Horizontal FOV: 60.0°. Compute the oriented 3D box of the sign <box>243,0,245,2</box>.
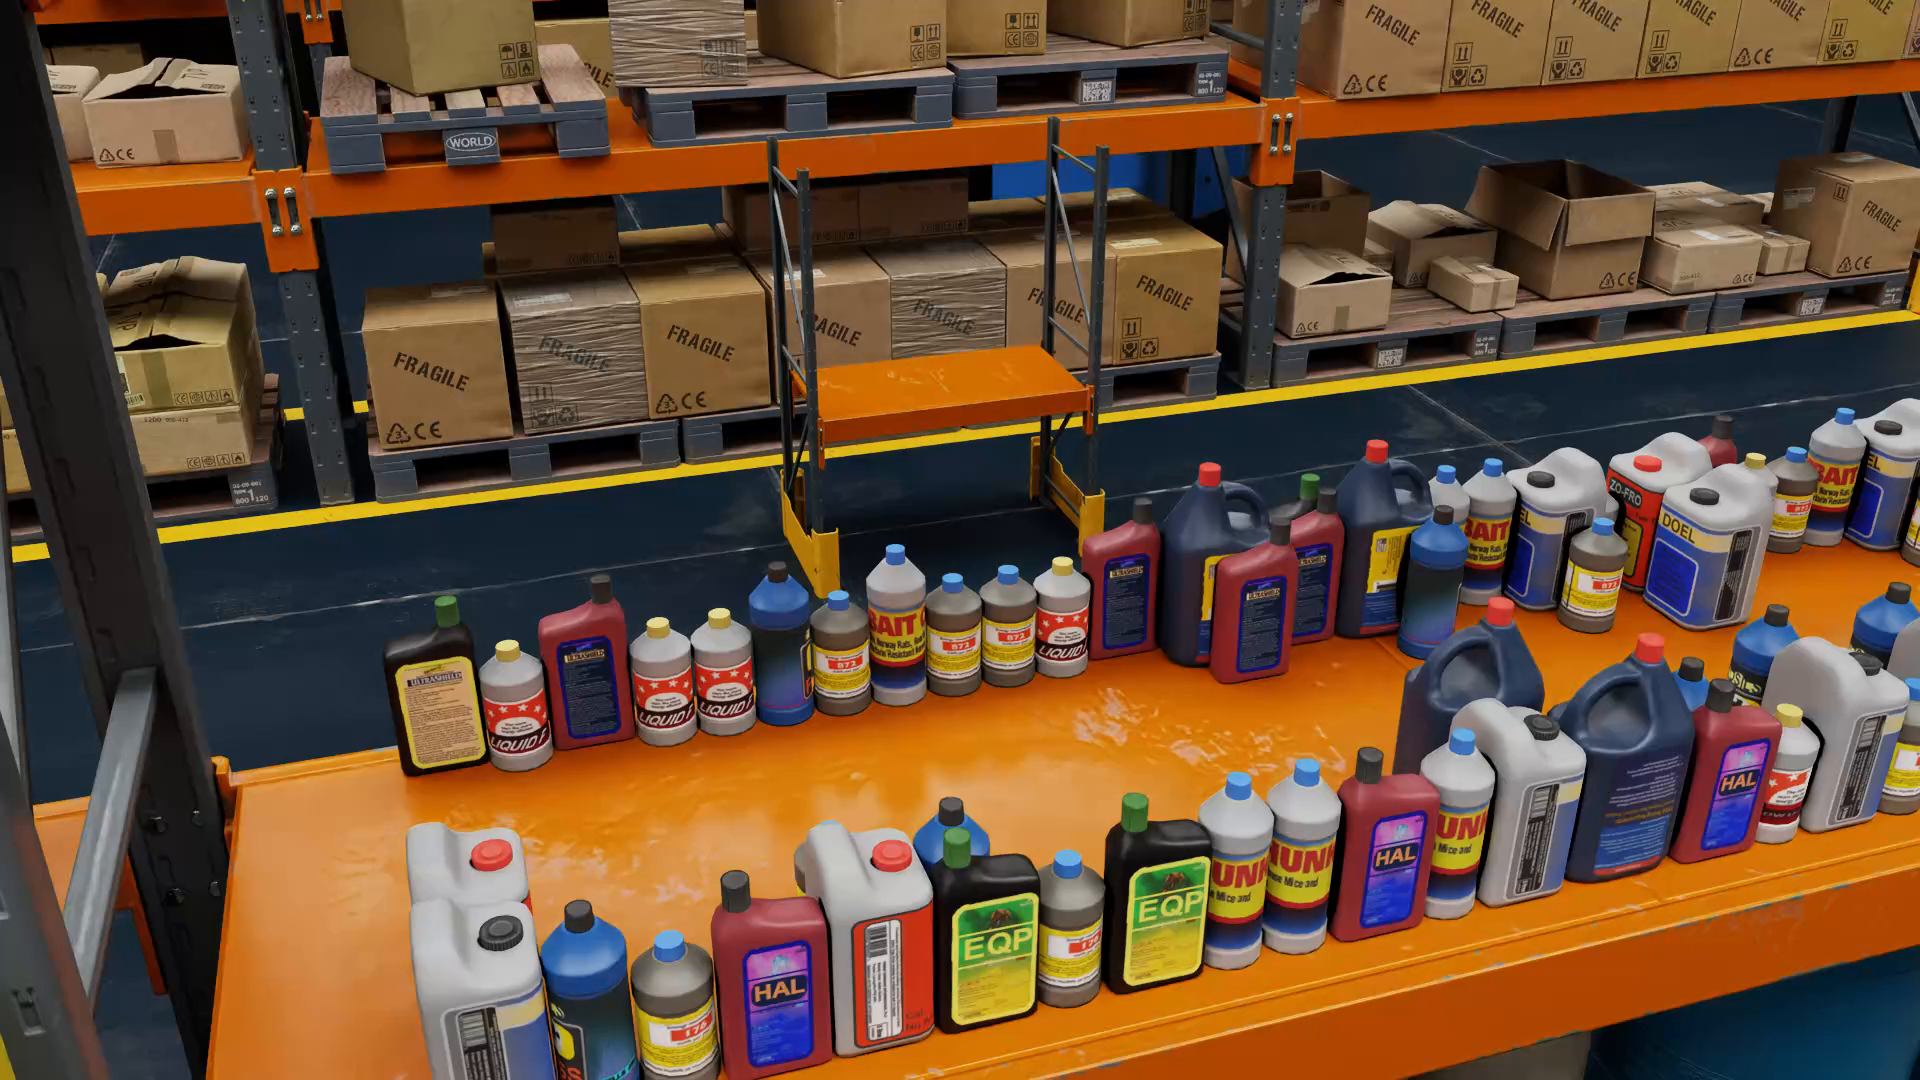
[{"bbox_3d":[-2.417,-1.972,5.547,0.005,0.325,0.100,-8,28,-16],"label":"sign"}]

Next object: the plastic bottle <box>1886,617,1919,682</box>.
[{"bbox_3d":[1.512,0.241,2.531,0.135,0.276,0.152,-8,28,-16],"label":"plastic bottle"}]

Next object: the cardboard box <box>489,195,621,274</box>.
[{"bbox_3d":[-1.724,-1.339,7.046,0.500,0.250,0.500,-7,27,-14],"label":"cardboard box"}]

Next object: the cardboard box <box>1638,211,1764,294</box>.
[{"bbox_3d":[3.661,-1.458,8.411,0.500,0.250,0.500,-8,28,-16],"label":"cardboard box"}]

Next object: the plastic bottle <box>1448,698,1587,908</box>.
[{"bbox_3d":[0.768,0.349,2.314,0.135,0.276,0.152,-8,28,-16],"label":"plastic bottle"}]

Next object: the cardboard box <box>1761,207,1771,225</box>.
[{"bbox_3d":[4.272,-1.771,9.135,0.250,0.166,0.380,-8,28,-16],"label":"cardboard box"}]

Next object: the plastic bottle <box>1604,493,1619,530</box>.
[{"bbox_3d":[1.184,-0.020,3.141,0.097,0.201,0.097,0,26,0],"label":"plastic bottle"}]

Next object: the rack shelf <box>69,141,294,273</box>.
[{"bbox_3d":[-4.494,-1.090,5.882,4.000,0.370,1.077,-8,28,-16],"label":"rack shelf"}]

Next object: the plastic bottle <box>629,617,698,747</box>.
[{"bbox_3d":[-0.475,0.220,2.657,0.097,0.201,0.097,0,26,0],"label":"plastic bottle"}]

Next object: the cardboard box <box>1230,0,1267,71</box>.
[{"bbox_3d":[1.607,-2.461,7.721,0.500,0.500,0.500,-8,27,-15],"label":"cardboard box"}]

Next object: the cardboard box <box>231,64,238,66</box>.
[{"bbox_3d":[-4.799,-2.738,10.708,0.500,0.500,0.700,-8,27,-15],"label":"cardboard box"}]

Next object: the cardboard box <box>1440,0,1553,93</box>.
[{"bbox_3d":[2.266,-2.310,7.418,0.500,0.500,0.500,-8,27,-15],"label":"cardboard box"}]

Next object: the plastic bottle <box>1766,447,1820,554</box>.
[{"bbox_3d":[1.624,-0.084,3.269,0.097,0.201,0.097,0,26,0],"label":"plastic bottle"}]

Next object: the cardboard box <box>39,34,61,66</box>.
[{"bbox_3d":[-5.847,-2.949,10.290,0.500,0.250,0.500,-8,28,-16],"label":"cardboard box"}]

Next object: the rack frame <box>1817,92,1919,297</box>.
[{"bbox_3d":[5.014,-2.790,8.496,0.127,3.000,1.000,-8,28,-16],"label":"rack frame"}]

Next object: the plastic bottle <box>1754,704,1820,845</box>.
[{"bbox_3d":[1.189,0.334,2.428,0.097,0.201,0.097,0,26,0],"label":"plastic bottle"}]

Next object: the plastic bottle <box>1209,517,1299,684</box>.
[{"bbox_3d":[0.498,0.101,2.804,0.133,0.283,0.061,-8,28,-16],"label":"plastic bottle"}]

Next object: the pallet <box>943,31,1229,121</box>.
[{"bbox_3d":[0.417,-2.089,7.300,1.213,0.211,1.003,-8,28,-16],"label":"pallet"}]

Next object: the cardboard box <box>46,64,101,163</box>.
[{"bbox_3d":[-3.503,-1.607,6.213,0.500,0.311,0.500,-9,28,-17],"label":"cardboard box"}]

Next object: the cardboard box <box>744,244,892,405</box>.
[{"bbox_3d":[-0.602,-0.923,7.052,0.500,0.500,0.500,-9,28,-18],"label":"cardboard box"}]

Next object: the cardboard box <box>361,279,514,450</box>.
[{"bbox_3d":[-2.071,-0.707,6.618,0.500,0.500,0.500,-7,27,-14],"label":"cardboard box"}]

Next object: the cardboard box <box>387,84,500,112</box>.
[{"bbox_3d":[-3.390,-3.053,10.971,0.750,0.750,0.750,-9,28,-17],"label":"cardboard box"}]

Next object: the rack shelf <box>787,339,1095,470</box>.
[{"bbox_3d":[-0.081,-0.499,5.973,1.000,0.185,0.538,-8,28,-16],"label":"rack shelf"}]

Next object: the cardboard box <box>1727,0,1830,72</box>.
[{"bbox_3d":[3.704,-2.518,7.837,0.500,0.500,0.500,-8,28,-16],"label":"cardboard box"}]

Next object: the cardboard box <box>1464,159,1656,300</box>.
[{"bbox_3d":[2.996,-1.579,8.369,0.637,0.503,0.797,-8,28,-16],"label":"cardboard box"}]

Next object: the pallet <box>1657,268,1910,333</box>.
[{"bbox_3d":[4.184,-1.420,8.873,1.213,0.211,1.003,-8,28,-16],"label":"pallet"}]

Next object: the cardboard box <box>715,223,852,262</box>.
[{"bbox_3d":[-0.787,-1.139,7.488,0.500,0.500,0.500,-9,28,-18],"label":"cardboard box"}]

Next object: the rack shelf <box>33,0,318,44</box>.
[{"bbox_3d":[-6.032,-3.184,10.100,4.000,0.370,1.077,-8,28,-16],"label":"rack shelf"}]

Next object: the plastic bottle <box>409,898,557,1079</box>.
[{"bbox_3d":[-0.551,0.540,1.929,0.135,0.276,0.152,-8,28,-16],"label":"plastic bottle"}]

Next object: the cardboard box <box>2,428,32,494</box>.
[{"bbox_3d":[-3.506,-0.396,6.295,0.500,0.250,0.500,-9,28,-17],"label":"cardboard box"}]

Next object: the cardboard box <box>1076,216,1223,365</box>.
[{"bbox_3d":[0.830,-1.127,7.463,0.500,0.500,0.500,-8,28,-16],"label":"cardboard box"}]

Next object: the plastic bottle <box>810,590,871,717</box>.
[{"bbox_3d":[-0.197,0.180,2.738,0.097,0.201,0.097,0,26,0],"label":"plastic bottle"}]

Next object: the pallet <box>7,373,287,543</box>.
[{"bbox_3d":[-3.387,-0.342,6.702,1.213,0.211,1.003,-8,28,-16],"label":"pallet"}]

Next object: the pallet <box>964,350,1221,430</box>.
[{"bbox_3d":[0.449,-0.862,7.748,1.213,0.211,1.003,-8,28,-16],"label":"pallet"}]

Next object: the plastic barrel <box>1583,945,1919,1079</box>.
[{"bbox_3d":[1.545,0.773,3.207,0.708,0.901,0.600,-8,28,-16],"label":"plastic barrel"}]

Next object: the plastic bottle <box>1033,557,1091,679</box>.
[{"bbox_3d":[0.173,0.126,2.846,0.097,0.201,0.097,0,26,0],"label":"plastic bottle"}]

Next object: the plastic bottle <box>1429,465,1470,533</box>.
[{"bbox_3d":[0.871,-0.006,3.034,0.097,0.271,0.097,0,26,0],"label":"plastic bottle"}]

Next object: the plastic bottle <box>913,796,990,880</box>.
[{"bbox_3d":[-0.011,0.448,2.119,0.097,0.271,0.097,0,26,0],"label":"plastic bottle"}]

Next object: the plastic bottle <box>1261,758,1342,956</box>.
[{"bbox_3d":[0.447,0.410,2.196,0.097,0.271,0.097,0,26,0],"label":"plastic bottle"}]

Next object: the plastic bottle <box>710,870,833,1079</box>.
[{"bbox_3d":[-0.224,0.510,1.980,0.133,0.283,0.061,-8,28,-16],"label":"plastic bottle"}]

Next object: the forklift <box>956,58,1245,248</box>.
[{"bbox_3d":[0.159,-3.243,9.486,3.031,2.935,1.130,20,33,35],"label":"forklift"}]

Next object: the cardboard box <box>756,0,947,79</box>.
[{"bbox_3d":[-0.450,-2.202,6.728,0.500,0.500,0.700,-16,31,-29],"label":"cardboard box"}]

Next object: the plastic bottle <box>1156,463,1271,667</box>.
[{"bbox_3d":[0.441,0.031,2.869,0.185,0.351,0.144,-8,28,-16],"label":"plastic bottle"}]

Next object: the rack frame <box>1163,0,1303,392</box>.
[{"bbox_3d":[1.211,-2.239,7.386,0.127,3.000,1.000,-8,28,-16],"label":"rack frame"}]

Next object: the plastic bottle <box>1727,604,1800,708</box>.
[{"bbox_3d":[1.235,0.225,2.569,0.097,0.271,0.097,0,26,0],"label":"plastic bottle"}]

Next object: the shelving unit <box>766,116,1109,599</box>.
[{"bbox_3d":[-0.072,-0.661,5.895,1.083,1.500,0.587,-8,28,-16],"label":"shelving unit"}]

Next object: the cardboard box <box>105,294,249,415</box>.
[{"bbox_3d":[-3.014,-0.719,6.315,0.500,0.311,0.500,-8,27,-15],"label":"cardboard box"}]

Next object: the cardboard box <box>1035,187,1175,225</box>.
[{"bbox_3d":[0.675,-1.353,7.918,0.500,0.500,0.500,-10,28,-18],"label":"cardboard box"}]

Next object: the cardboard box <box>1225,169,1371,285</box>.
[{"bbox_3d":[1.665,-1.515,8.244,0.500,0.500,0.500,-8,28,-16],"label":"cardboard box"}]

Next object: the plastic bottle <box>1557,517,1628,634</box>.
[{"bbox_3d":[1.139,0.057,2.985,0.097,0.201,0.097,0,26,0],"label":"plastic bottle"}]

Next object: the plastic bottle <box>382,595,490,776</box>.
[{"bbox_3d":[-0.810,0.223,2.559,0.133,0.283,0.061,-8,28,-16],"label":"plastic bottle"}]

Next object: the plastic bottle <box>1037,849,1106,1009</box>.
[{"bbox_3d":[0.135,0.487,2.120,0.097,0.201,0.097,0,26,0],"label":"plastic bottle"}]
